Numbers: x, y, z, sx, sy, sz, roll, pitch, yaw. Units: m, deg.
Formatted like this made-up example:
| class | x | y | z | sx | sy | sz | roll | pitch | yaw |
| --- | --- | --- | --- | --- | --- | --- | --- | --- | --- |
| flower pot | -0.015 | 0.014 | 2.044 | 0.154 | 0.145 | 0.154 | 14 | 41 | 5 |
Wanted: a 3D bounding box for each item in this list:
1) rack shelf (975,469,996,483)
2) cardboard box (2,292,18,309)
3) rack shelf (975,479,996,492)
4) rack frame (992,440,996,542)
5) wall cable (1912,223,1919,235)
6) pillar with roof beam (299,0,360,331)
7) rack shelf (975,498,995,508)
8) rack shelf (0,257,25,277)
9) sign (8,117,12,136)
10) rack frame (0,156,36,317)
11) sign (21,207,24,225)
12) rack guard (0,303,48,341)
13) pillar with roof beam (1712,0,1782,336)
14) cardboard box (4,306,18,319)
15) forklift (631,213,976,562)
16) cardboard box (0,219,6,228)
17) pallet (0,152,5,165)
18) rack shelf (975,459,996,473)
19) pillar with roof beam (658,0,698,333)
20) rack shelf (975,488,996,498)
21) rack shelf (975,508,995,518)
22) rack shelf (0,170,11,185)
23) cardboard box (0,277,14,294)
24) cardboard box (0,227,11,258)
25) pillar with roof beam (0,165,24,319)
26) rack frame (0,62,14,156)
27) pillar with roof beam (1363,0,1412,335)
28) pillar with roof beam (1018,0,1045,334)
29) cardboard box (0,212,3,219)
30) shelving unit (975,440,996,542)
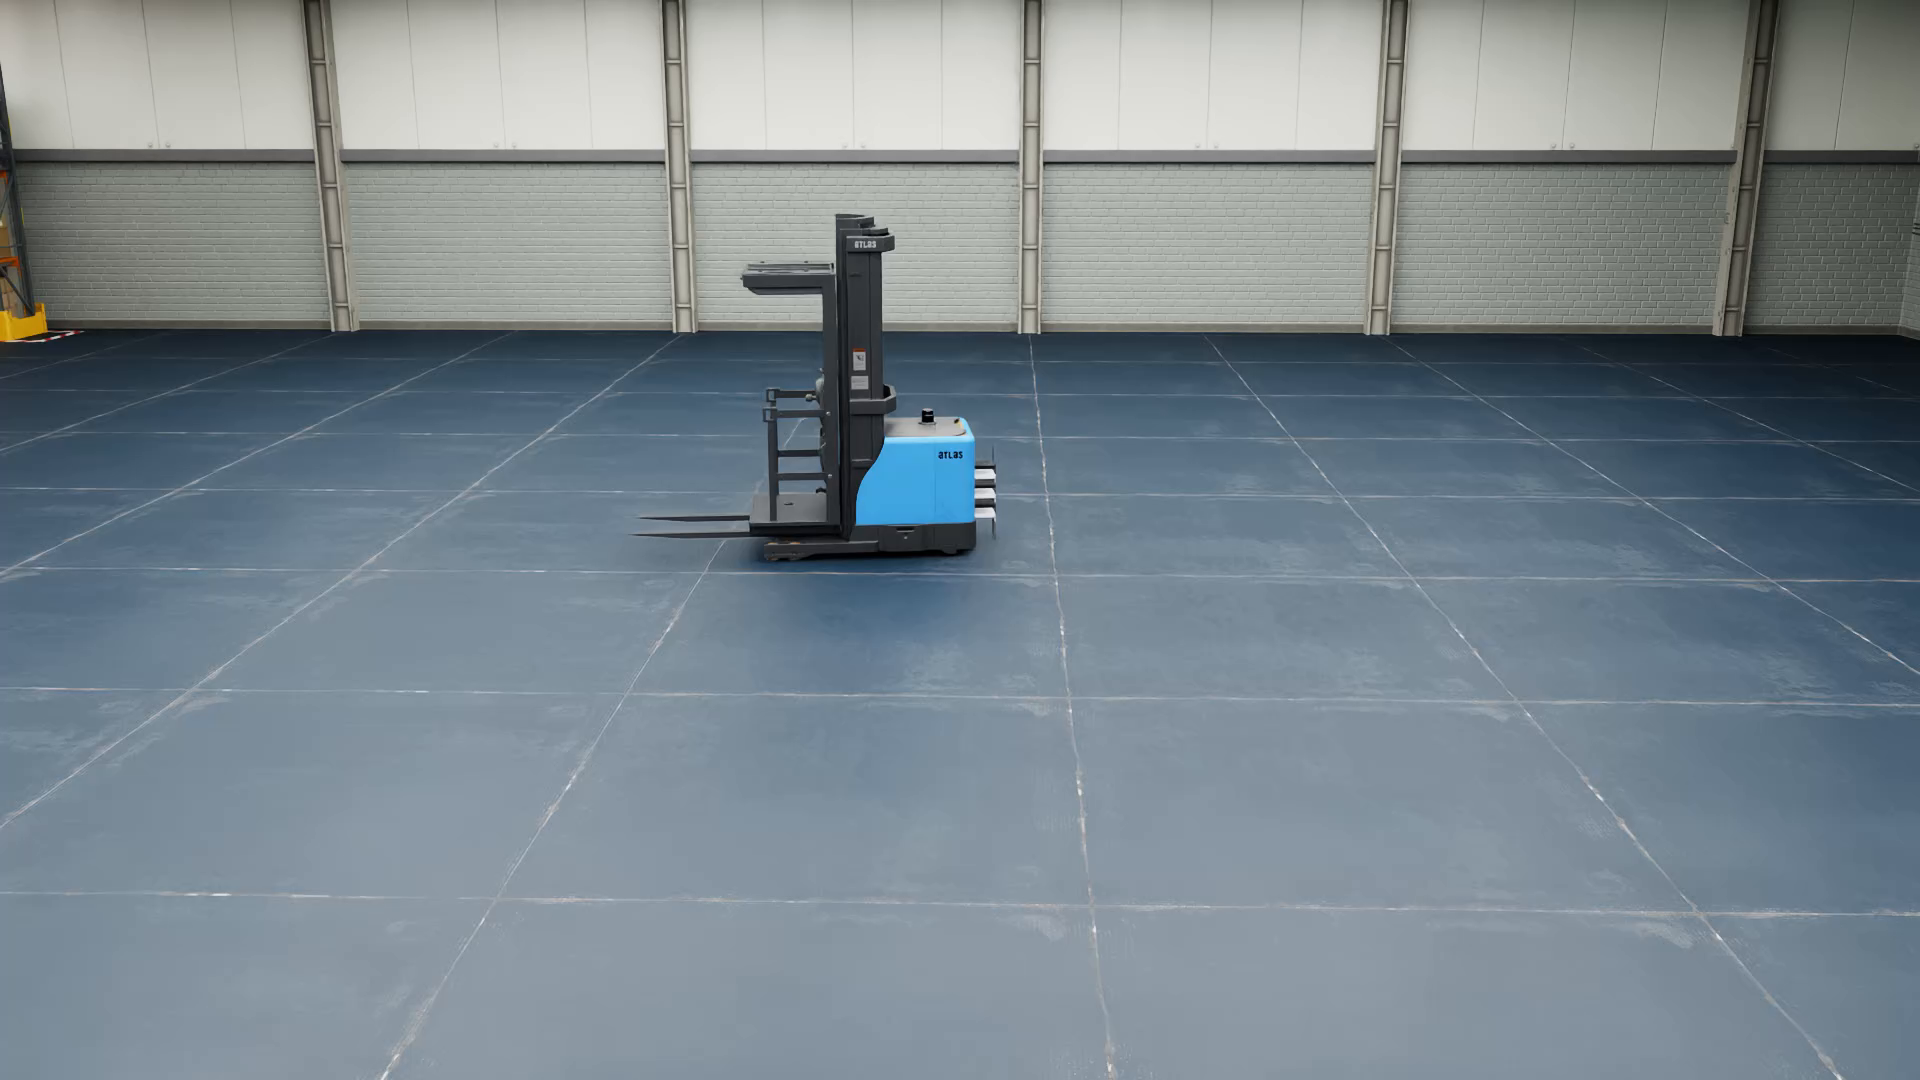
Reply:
| class | x | y | z | sx | sy | sz | roll | pitch | yaw |
| --- | --- | --- | --- | --- | --- | --- | --- | --- | --- |
| rack shelf | 0.211 | -0.584 | 15.123 | 0.200 | 0.077 | 0.258 | -1 | 15 | -5 |
| cardboard box | -16.582 | -4.112 | 28.544 | 0.500 | 0.250 | 0.500 | 1 | 15 | 2 |
| rack shelf | 0.211 | -0.497 | 15.146 | 0.200 | 0.077 | 0.258 | -1 | 15 | -5 |
| rack frame | 0.313 | -0.444 | 15.169 | 0.006 | 0.900 | 0.240 | -1 | 15 | -5 |
| wall cable | 16.111 | -6.023 | 26.525 | 0.112 | 2.526 | 3.097 | 0 | 15 | 1 |
| pillar with roof beam | -10.902 | -6.939 | 23.912 | 0.400 | 9.000 | 9.100 | 0 | 15 | 1 |
| rack shelf | 0.211 | -0.323 | 15.192 | 0.200 | 0.077 | 0.258 | -1 | 15 | -5 |
| rack shelf | -18.116 | -4.606 | 28.239 | 4.000 | 0.370 | 1.077 | 0 | 15 | 1 |
| sign | -16.097 | -6.994 | 28.130 | 0.005 | 0.325 | 0.100 | 0 | 15 | 1 |
| rack frame | -16.117 | -4.941 | 28.098 | 0.127 | 3.000 | 1.000 | 0 | 15 | 1 |
| sign | -16.097 | -5.539 | 28.514 | 0.005 | 0.325 | 0.100 | 0 | 15 | 1 |
| rack guard | -16.093 | -3.732 | 28.416 | 0.348 | 0.500 | 1.175 | 0 | 15 | 1 |
| pillar with roof beam | 13.090 | -6.783 | 23.319 | 0.400 | 9.000 | 9.100 | 0 | 15 | 1 |
| cardboard box | -16.603 | -3.868 | 28.596 | 0.500 | 0.250 | 0.500 | 0 | 15 | 2 |
| forklift | -1.402 | -1.369 | 14.694 | 3.031 | 2.935 | 1.130 | -1 | 15 | -5 |
| cardboard box | -16.449 | -5.371 | 28.261 | 0.250 | 0.149 | 0.380 | 0 | 15 | 0 |
| pallet | -16.823 | -6.360 | 27.769 | 1.213 | 0.211 | 1.003 | 0 | 15 | 1 |
| rack shelf | 0.211 | -0.671 | 15.100 | 0.200 | 0.077 | 0.258 | -1 | 15 | -5 |
| pillar with roof beam | -4.904 | -6.900 | 23.763 | 0.400 | 9.000 | 9.100 | 0 | 15 | 1 |
| rack shelf | 0.211 | -0.410 | 15.169 | 0.200 | 0.077 | 0.258 | -1 | 15 | -5 |
| rack shelf | 0.211 | -0.236 | 15.215 | 0.200 | 0.077 | 0.258 | -1 | 15 | -5 |
| rack shelf | -18.116 | -6.057 | 27.856 | 4.000 | 0.370 | 1.077 | 0 | 15 | 1 |
| cardboard box | -16.593 | -4.349 | 28.462 | 0.500 | 0.250 | 0.500 | 0 | 15 | 1 |
| cardboard box | -16.605 | -5.063 | 28.366 | 0.500 | 0.500 | 0.500 | 1 | 15 | 3 |
| pillar with roof beam | -16.900 | -6.978 | 24.060 | 0.400 | 9.000 | 9.100 | 0 | 15 | 1 |
| rack frame | -16.117 | -7.842 | 27.333 | 0.127 | 3.000 | 1.000 | 0 | 15 | 1 |
| pillar with roof beam | 7.092 | -6.822 | 23.467 | 0.400 | 9.000 | 9.100 | 0 | 15 | 1 |
| pillar with roof beam | 1.094 | -6.861 | 23.615 | 0.400 | 9.000 | 9.100 | 0 | 15 | 1 |
| cardboard box | -16.447 | -5.503 | 28.179 | 0.250 | 0.149 | 0.380 | 0 | 15 | 0 |
| shelving unit | 0.211 | -0.442 | 15.161 | 0.210 | 0.900 | 0.258 | -1 | 15 | -5 |
